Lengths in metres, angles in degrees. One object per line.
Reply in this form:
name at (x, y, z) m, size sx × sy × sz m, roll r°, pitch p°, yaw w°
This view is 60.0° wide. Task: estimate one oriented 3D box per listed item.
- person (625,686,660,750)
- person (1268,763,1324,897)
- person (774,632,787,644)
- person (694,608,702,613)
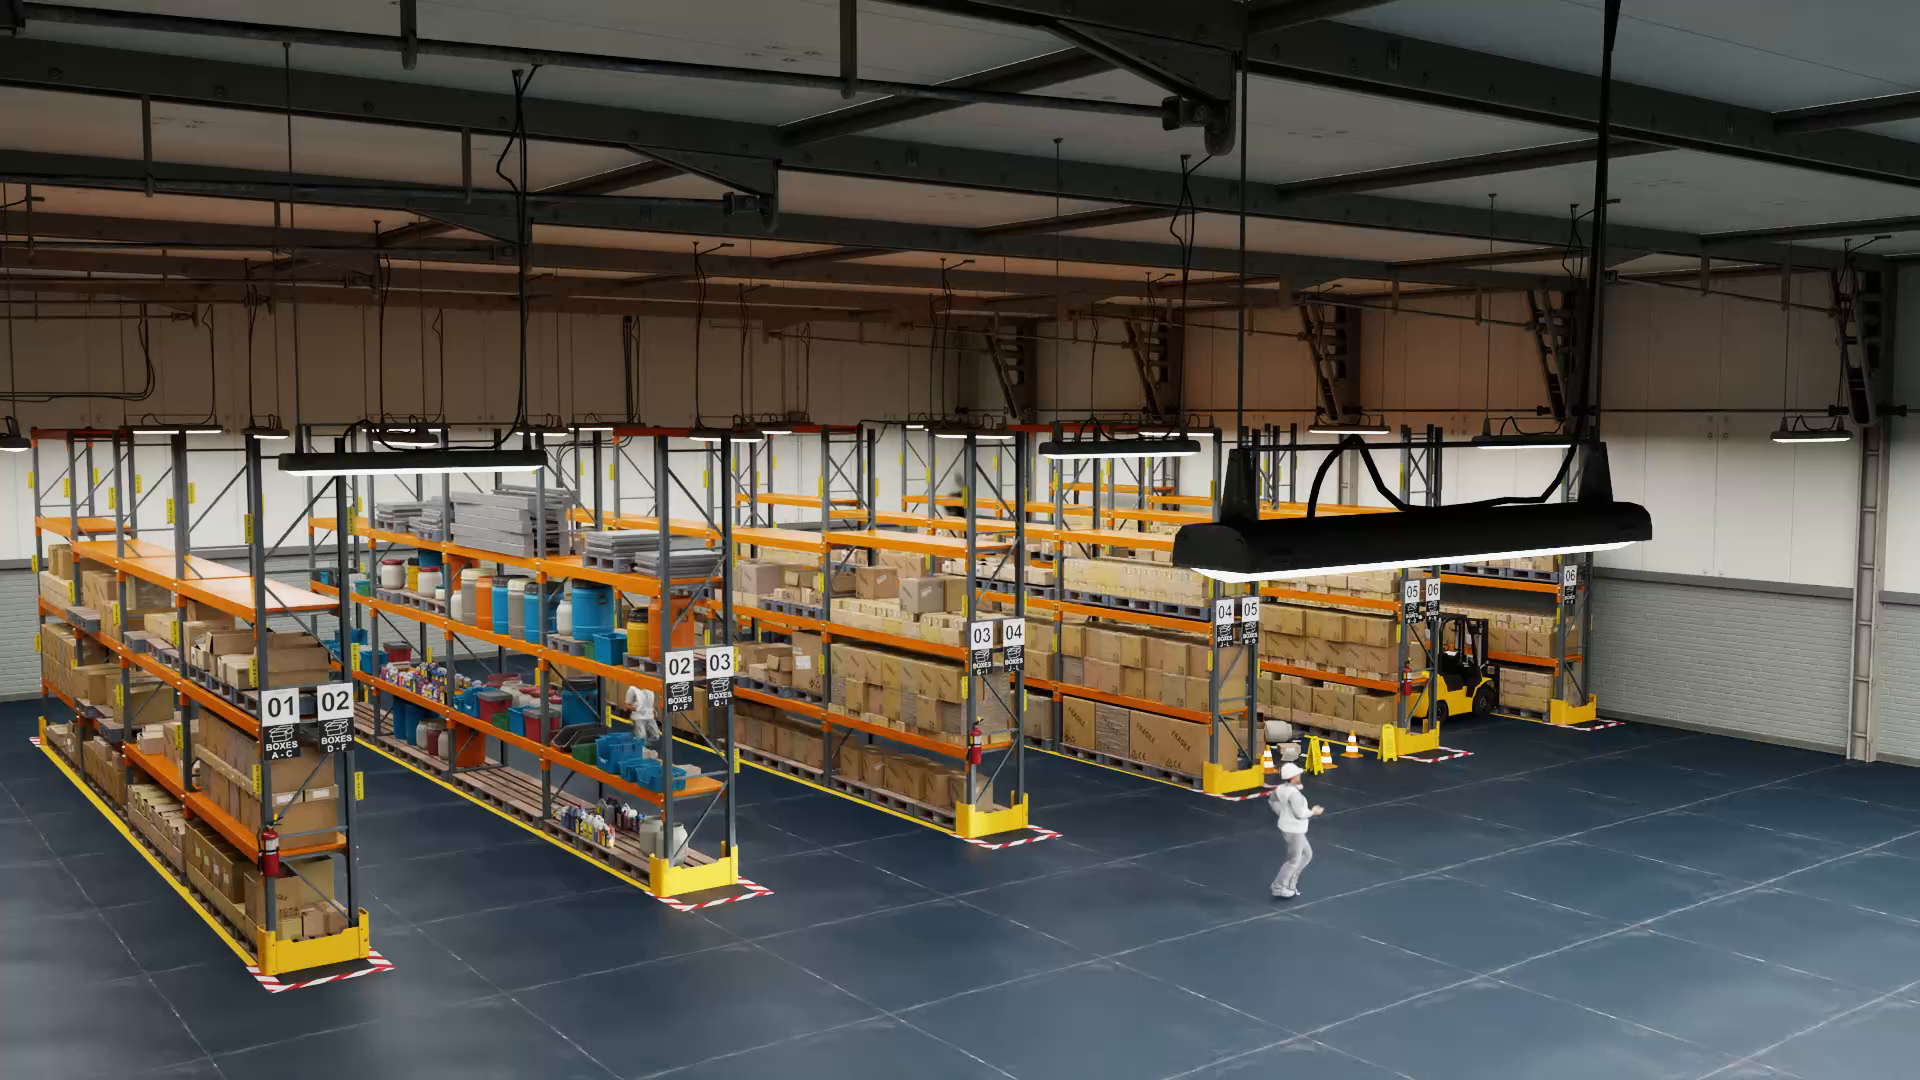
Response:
person at (-5.547, 3.154, 29.284) m, size 0.589 × 1.737 × 0.669 m, roll 4°, pitch 6°, yaw 45°
person at (4.347, 3.767, 21.520) m, size 0.669 × 1.789 × 0.637 m, roll 0°, pitch 4°, yaw -5°
person at (-4.521, 2.204, 42.099) m, size 0.523 × 1.646 × 0.679 m, roll 4°, pitch 6°, yaw 40°
person at (-6.289, 2.425, 39.415) m, size 0.651 × 1.656 × 0.699 m, roll -1°, pitch 5°, yaw -18°
